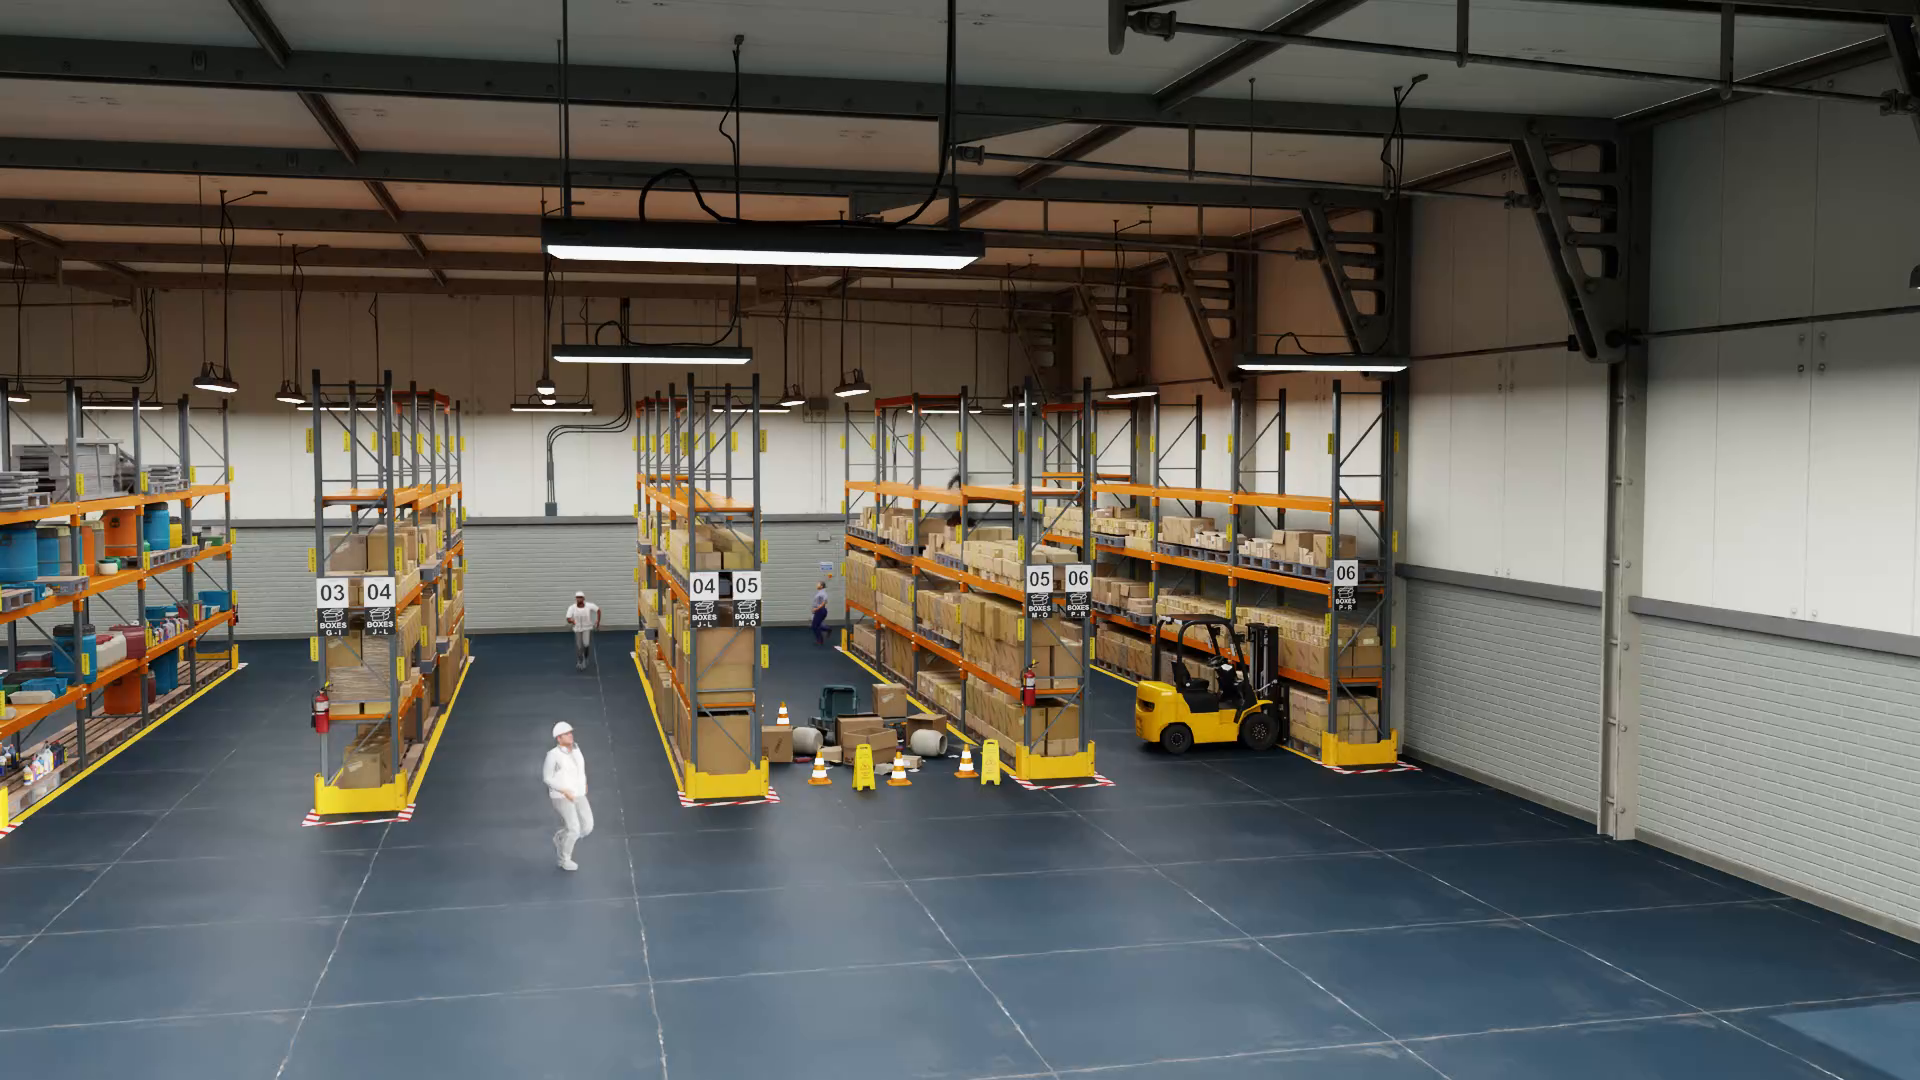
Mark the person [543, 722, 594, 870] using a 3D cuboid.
[{"bbox_3d":[-4.623,3.009,19.622,0.528,1.737,0.666,2,4,27],"label":"person"}]

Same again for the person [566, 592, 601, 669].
[{"bbox_3d":[-8.324,1.994,36.740,0.720,1.722,0.837,0,3,-4],"label":"person"}]

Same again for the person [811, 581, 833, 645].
[{"bbox_3d":[-3.438,1.818,41.567,0.561,1.604,0.623,0,3,-8],"label":"person"}]
